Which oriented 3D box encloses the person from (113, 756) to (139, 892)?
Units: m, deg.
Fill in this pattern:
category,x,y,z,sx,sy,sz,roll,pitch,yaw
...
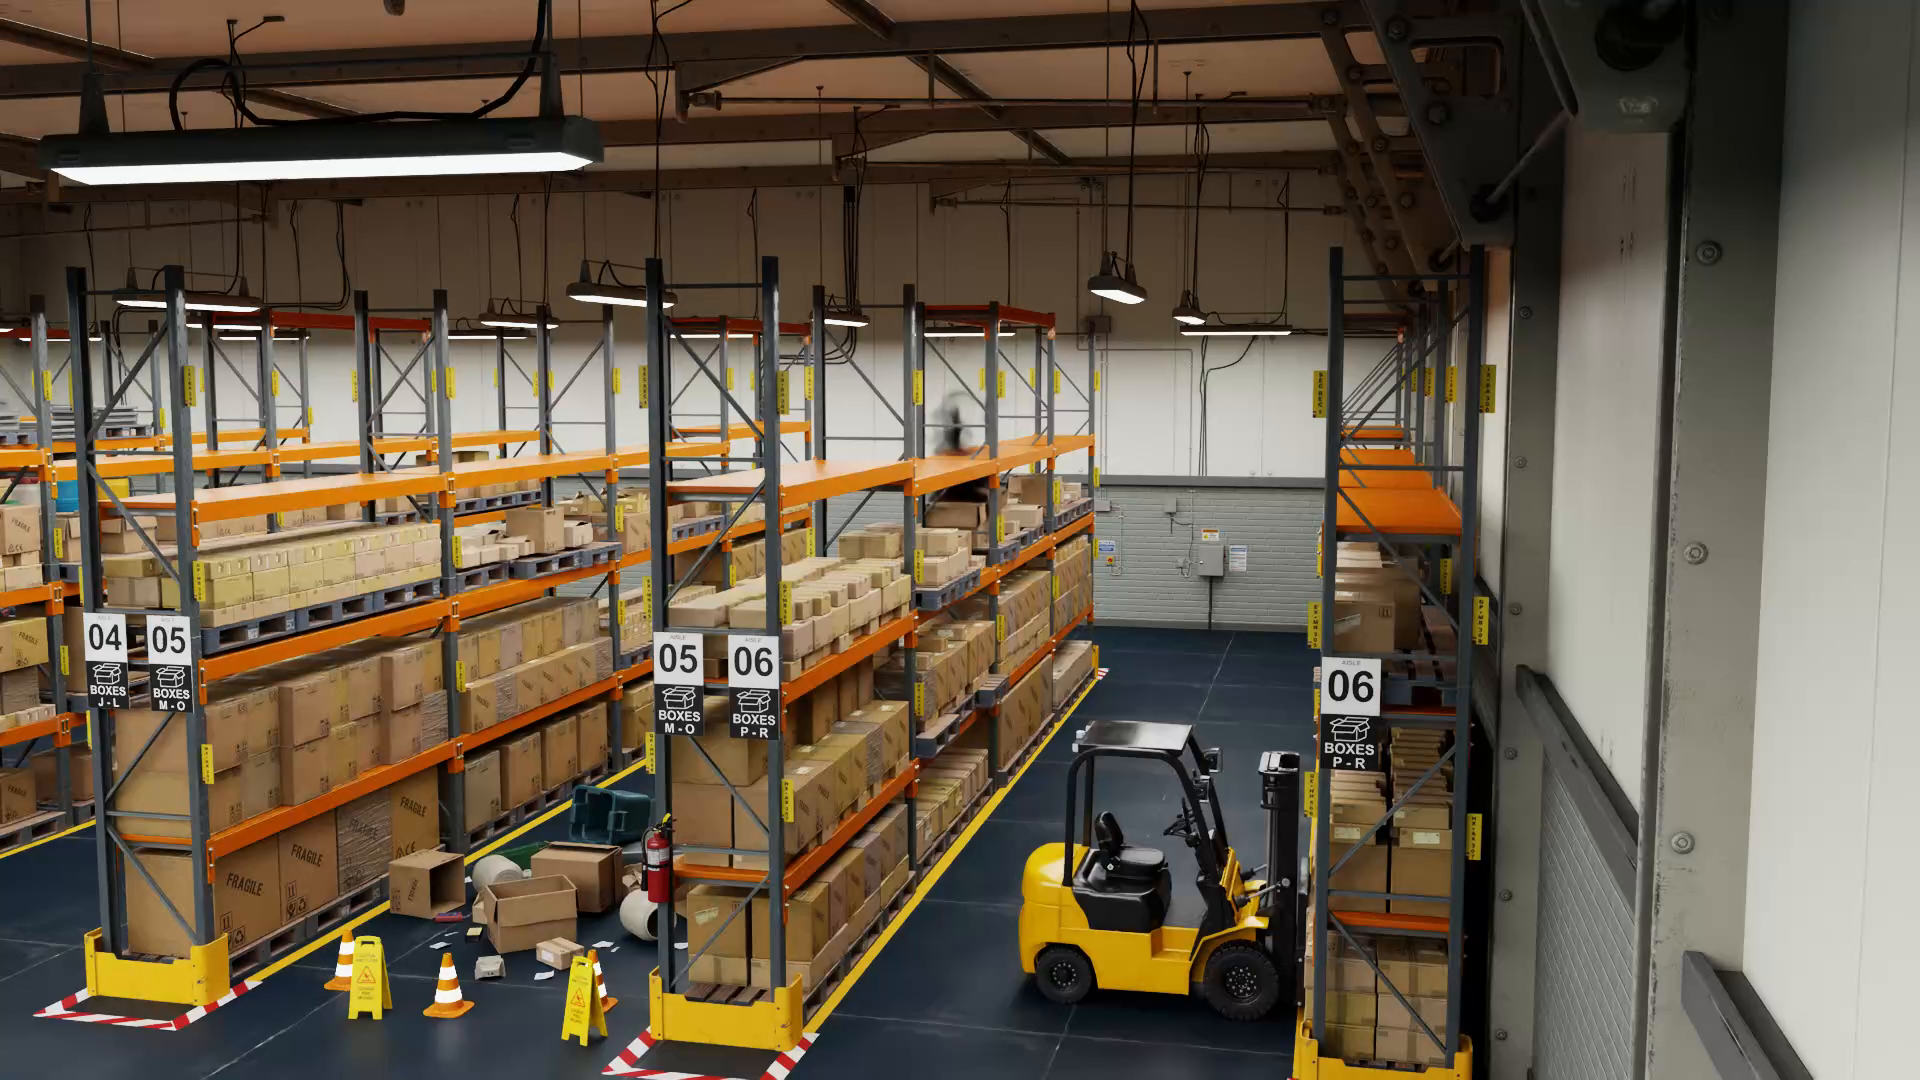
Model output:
category,x,y,z,sx,sy,sz,roll,pitch,yaw
person,-8.296,2.693,16.810,0.567,1.595,0.679,0,6,1
